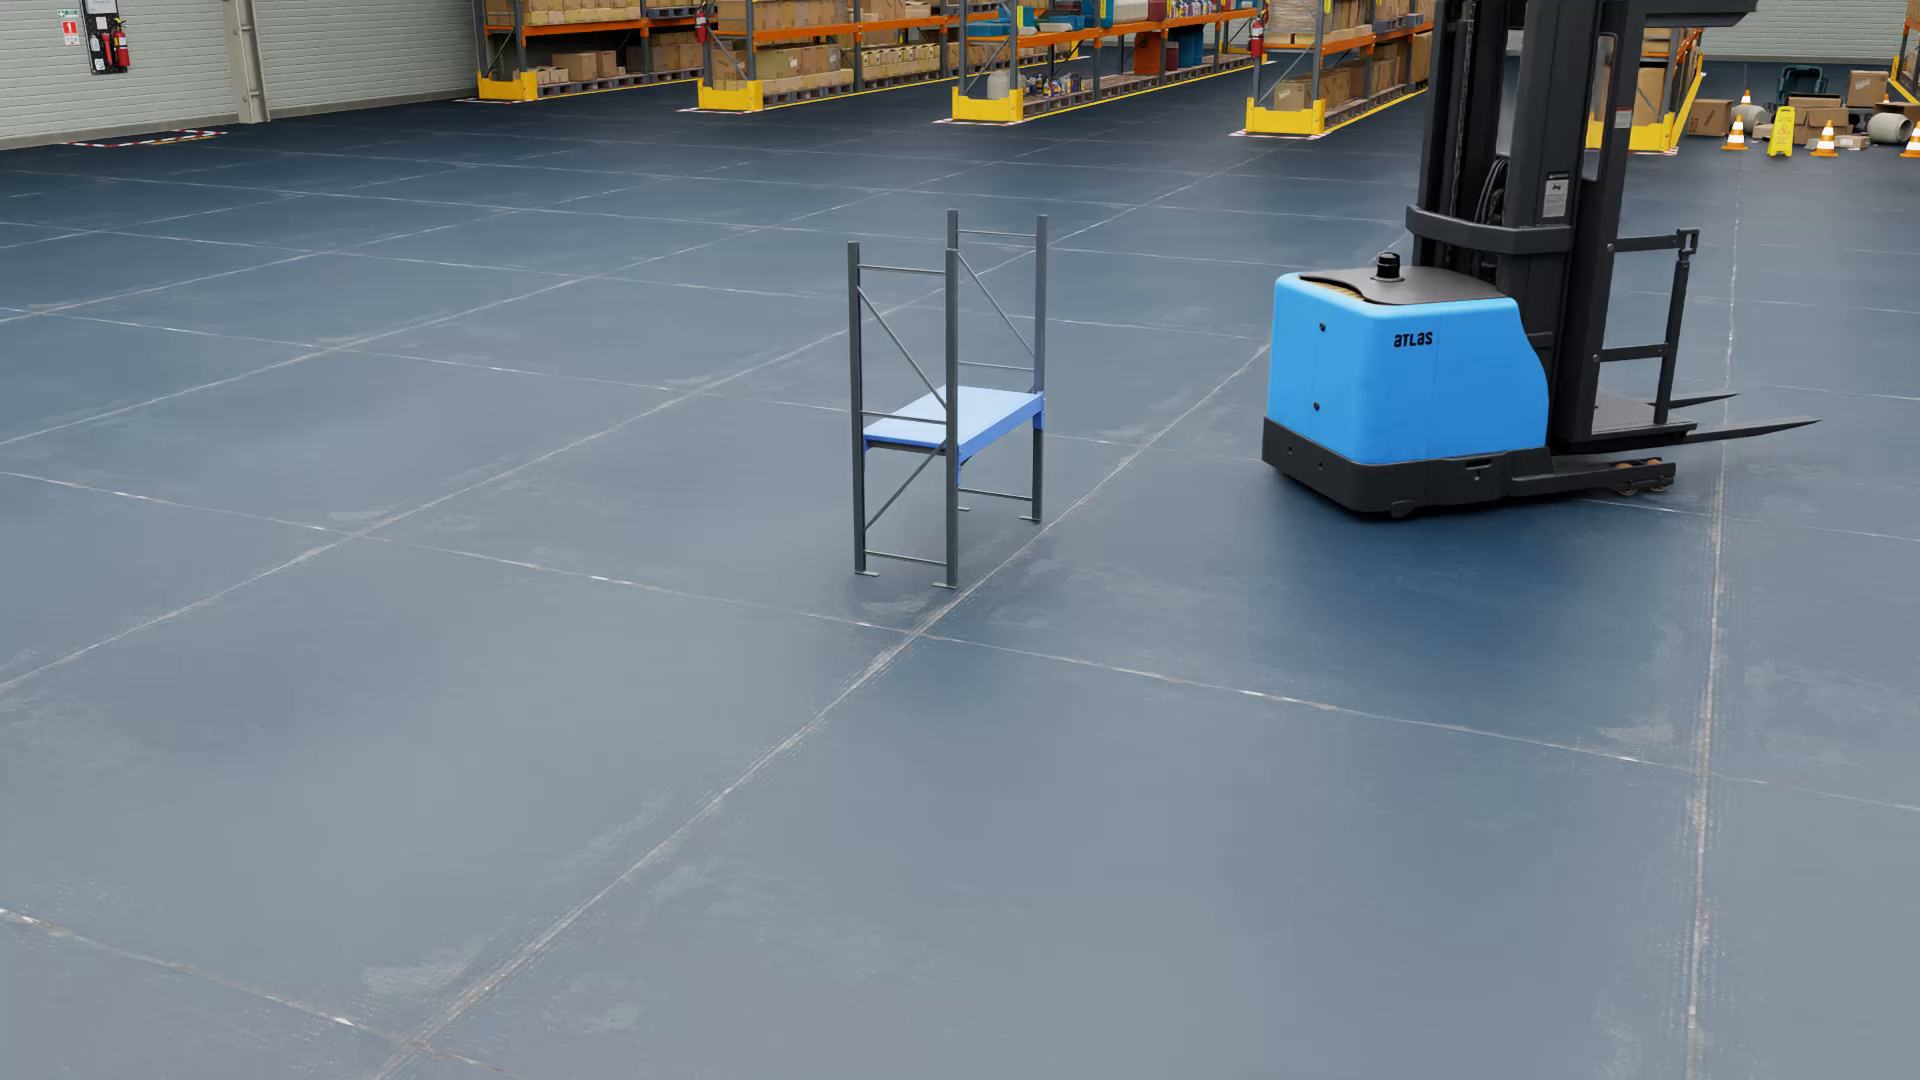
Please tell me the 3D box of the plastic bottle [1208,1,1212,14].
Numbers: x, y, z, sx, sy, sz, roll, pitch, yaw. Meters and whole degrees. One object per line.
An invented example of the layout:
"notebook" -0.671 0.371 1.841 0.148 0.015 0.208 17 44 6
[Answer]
"plastic bottle" 5.513 -11.830 36.941 0.152 0.276 0.135 9 21 23

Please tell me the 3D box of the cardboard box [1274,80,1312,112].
"cardboard box" 5.255 -6.914 26.037 0.500 0.500 0.500 13 23 33

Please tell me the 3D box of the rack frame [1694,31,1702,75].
"rack frame" 16.020 -11.885 36.911 1.000 3.000 0.127 9 21 23

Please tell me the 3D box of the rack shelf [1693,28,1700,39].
"rack shelf" 13.563 -9.712 31.874 1.077 0.370 4.000 9 21 23

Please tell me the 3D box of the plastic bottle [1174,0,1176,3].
"plastic bottle" 4.786 -11.904 37.138 0.061 0.283 0.133 9 21 23

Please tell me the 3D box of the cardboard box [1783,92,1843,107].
"cardboard box" 12.810 -6.404 25.024 0.797 0.637 0.503 9 21 23

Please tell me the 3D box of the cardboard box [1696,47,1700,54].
"cardboard box" 15.889 -10.658 36.200 0.380 0.149 0.250 8 21 21

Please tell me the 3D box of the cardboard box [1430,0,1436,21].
"cardboard box" 9.330 -10.777 33.646 0.500 0.500 0.500 9 21 23

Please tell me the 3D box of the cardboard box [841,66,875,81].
"cardboard box" -2.023 -9.280 33.063 0.500 0.250 0.500 8 21 21

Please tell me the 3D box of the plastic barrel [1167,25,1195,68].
"plastic barrel" 4.851 -10.882 36.595 0.600 0.901 0.708 9 21 23

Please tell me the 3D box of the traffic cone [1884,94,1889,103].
"traffic cone" 14.894 -6.944 26.804 0.336 0.463 0.334 9 21 23

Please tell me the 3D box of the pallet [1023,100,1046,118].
"pallet" 0.791 -7.348 28.316 1.003 0.211 1.213 9 21 23

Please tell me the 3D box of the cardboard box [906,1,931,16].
"cardboard box" -0.965 -11.364 35.579 0.500 0.311 0.500 10 22 26

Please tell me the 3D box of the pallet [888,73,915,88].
"pallet" -1.649 -9.579 34.590 1.003 0.211 1.213 9 21 23

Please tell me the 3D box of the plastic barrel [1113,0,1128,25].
"plastic barrel" 2.996 -10.158 31.853 0.433 0.535 0.433 0 20 0

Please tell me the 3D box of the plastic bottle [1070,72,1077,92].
"plastic bottle" 2.024 -8.272 30.048 0.144 0.351 0.185 7 21 20

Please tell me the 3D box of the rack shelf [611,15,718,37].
"rack shelf" -6.116 -11.239 36.169 1.077 0.370 4.000 9 21 23

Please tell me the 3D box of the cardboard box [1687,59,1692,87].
"cardboard box" 13.469 -8.795 31.326 0.500 0.500 0.500 9 21 23

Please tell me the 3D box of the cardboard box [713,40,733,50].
"cardboard box" -5.544 -10.992 37.474 0.700 0.500 0.500 9 21 23

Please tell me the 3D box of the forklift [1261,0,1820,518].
"forklift" 3.201 -1.771 8.573 3.031 2.935 1.130 -7 21 -18

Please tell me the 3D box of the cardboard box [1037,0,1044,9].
"cardboard box" 1.733 -13.209 40.485 0.500 0.500 0.500 8 21 22

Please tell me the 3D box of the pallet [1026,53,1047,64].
"pallet" 1.642 -12.004 41.408 1.003 0.211 1.213 9 21 23

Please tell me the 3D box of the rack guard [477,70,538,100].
"rack guard" -8.541 -8.590 31.376 1.175 0.500 0.348 9 21 23

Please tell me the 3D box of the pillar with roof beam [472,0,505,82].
"pillar with roof beam" -5.148 -12.313 29.161 9.100 9.000 0.400 9 21 23

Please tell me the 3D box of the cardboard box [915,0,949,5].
"cardboard box" -0.621 -11.964 36.358 0.700 0.500 0.500 2 20 4

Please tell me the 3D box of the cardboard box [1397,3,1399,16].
"cardboard box" 7.824 -9.738 30.449 0.396 0.266 0.258 8 21 21

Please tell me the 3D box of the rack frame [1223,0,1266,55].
"rack frame" 7.018 -13.276 40.822 1.000 3.000 0.127 9 21 23

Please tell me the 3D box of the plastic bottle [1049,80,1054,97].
"plastic bottle" 1.602 -7.890 29.076 0.061 0.283 0.133 9 21 24

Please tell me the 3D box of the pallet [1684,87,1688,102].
"pallet" 13.065 -8.364 31.172 1.003 0.211 1.213 9 21 23

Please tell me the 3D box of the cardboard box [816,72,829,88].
"cardboard box" -2.809 -8.713 31.468 0.500 0.250 0.500 9 21 23

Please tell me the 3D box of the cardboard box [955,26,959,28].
"cardboard box" 0.032 -11.697 38.336 0.500 0.250 0.500 9 21 23

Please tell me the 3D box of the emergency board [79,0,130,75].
"emergency board" -12.579 -7.492 24.560 0.194 1.169 0.643 9 21 23

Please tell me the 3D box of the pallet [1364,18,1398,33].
"pallet" 7.068 -9.051 29.229 1.003 0.211 1.213 9 21 23

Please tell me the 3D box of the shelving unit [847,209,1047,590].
"shelving unit" -0.035 -0.681 7.644 0.538 1.500 1.048 9 21 23

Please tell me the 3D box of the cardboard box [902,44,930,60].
"cardboard box" -0.973 -10.324 35.162 0.500 0.311 0.500 8 21 22

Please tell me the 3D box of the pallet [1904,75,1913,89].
"pallet" 19.820 -9.296 33.793 1.003 0.211 1.213 9 21 23

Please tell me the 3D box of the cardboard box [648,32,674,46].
"cardboard box" -6.471 -10.712 35.568 0.500 0.250 0.500 8 21 22

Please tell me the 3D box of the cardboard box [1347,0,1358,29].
"cardboard box" 6.032 -8.671 27.282 0.875 0.500 0.500 9 21 23

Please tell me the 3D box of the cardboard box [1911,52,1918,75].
"cardboard box" 20.031 -9.731 34.051 0.875 0.438 0.875 9 22 24

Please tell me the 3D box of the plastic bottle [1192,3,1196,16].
"plastic bottle" 5.007 -11.452 35.879 0.152 0.276 0.135 9 21 23

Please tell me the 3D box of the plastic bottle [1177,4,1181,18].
"plastic bottle" 4.594 -11.110 34.906 0.061 0.283 0.133 9 21 23

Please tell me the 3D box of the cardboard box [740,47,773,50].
"cardboard box" -3.708 -8.834 30.689 0.500 0.500 0.500 9 21 23

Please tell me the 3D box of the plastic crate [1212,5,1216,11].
"plastic crate" 5.701 -12.080 37.763 0.396 0.136 0.243 9 21 23

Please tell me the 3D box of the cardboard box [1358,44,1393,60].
"cardboard box" 7.805 -9.161 31.207 0.500 0.250 0.500 11 22 29

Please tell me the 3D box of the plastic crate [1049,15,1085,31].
"plastic crate" 1.898 -9.162 29.476 0.499 0.251 0.616 9 21 23

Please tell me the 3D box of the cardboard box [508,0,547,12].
"cardboard box" -8.103 -10.141 31.082 0.500 0.500 0.500 9 21 23

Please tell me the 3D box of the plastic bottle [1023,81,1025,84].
"plastic bottle" 1.067 -8.132 29.656 0.144 0.351 0.185 10 22 25

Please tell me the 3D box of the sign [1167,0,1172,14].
"sign" 4.246 -10.834 33.712 0.100 0.325 0.005 9 21 23

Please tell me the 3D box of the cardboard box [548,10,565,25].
"cardboard box" -7.883 -9.949 31.662 0.500 0.250 0.500 8 21 21

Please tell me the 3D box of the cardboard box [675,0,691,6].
"cardboard box" -6.219 -11.748 35.719 0.700 0.500 0.500 12 23 30

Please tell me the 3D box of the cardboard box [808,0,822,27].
"cardboard box" -3.009 -9.884 31.135 0.700 0.500 0.500 9 21 24
